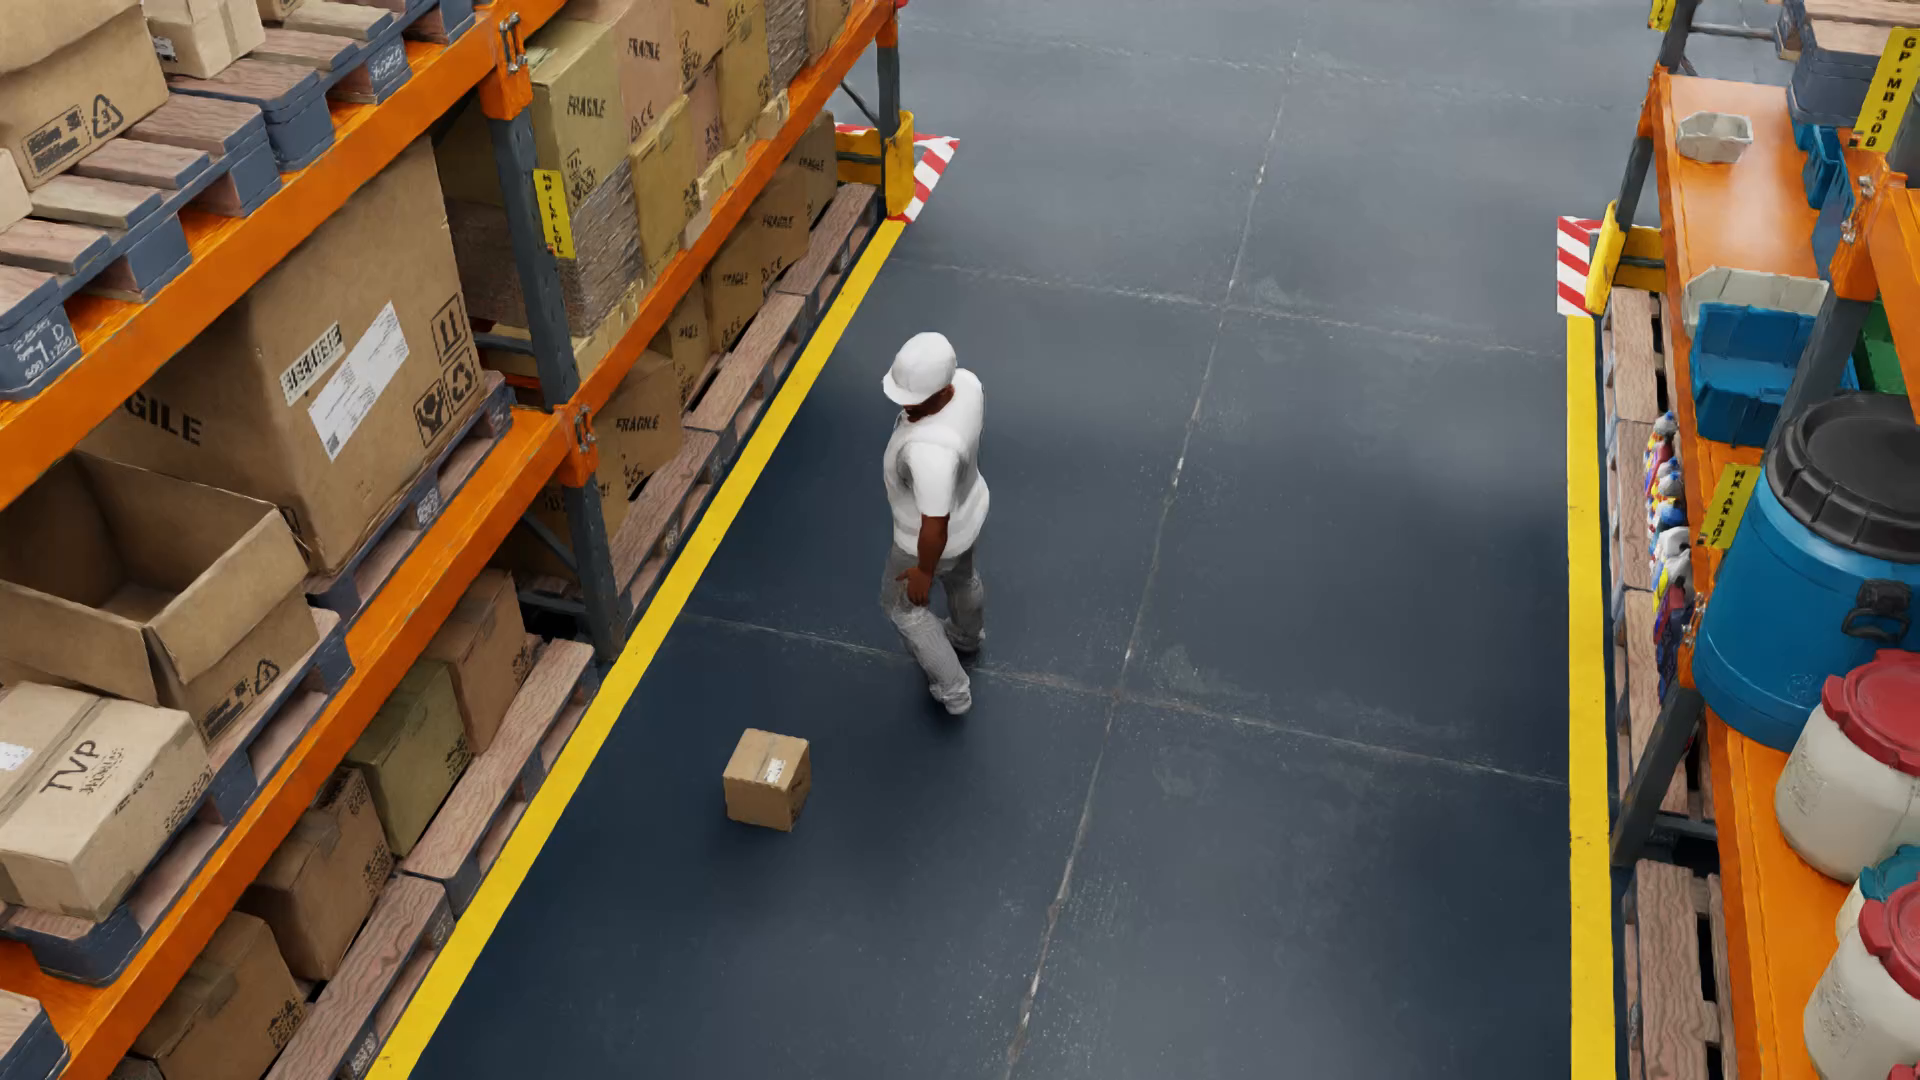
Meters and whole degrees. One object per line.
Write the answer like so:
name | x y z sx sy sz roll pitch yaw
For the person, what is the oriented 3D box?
person | -0.087 -0.091 6.242 0.440 1.751 0.664 15 43 16
